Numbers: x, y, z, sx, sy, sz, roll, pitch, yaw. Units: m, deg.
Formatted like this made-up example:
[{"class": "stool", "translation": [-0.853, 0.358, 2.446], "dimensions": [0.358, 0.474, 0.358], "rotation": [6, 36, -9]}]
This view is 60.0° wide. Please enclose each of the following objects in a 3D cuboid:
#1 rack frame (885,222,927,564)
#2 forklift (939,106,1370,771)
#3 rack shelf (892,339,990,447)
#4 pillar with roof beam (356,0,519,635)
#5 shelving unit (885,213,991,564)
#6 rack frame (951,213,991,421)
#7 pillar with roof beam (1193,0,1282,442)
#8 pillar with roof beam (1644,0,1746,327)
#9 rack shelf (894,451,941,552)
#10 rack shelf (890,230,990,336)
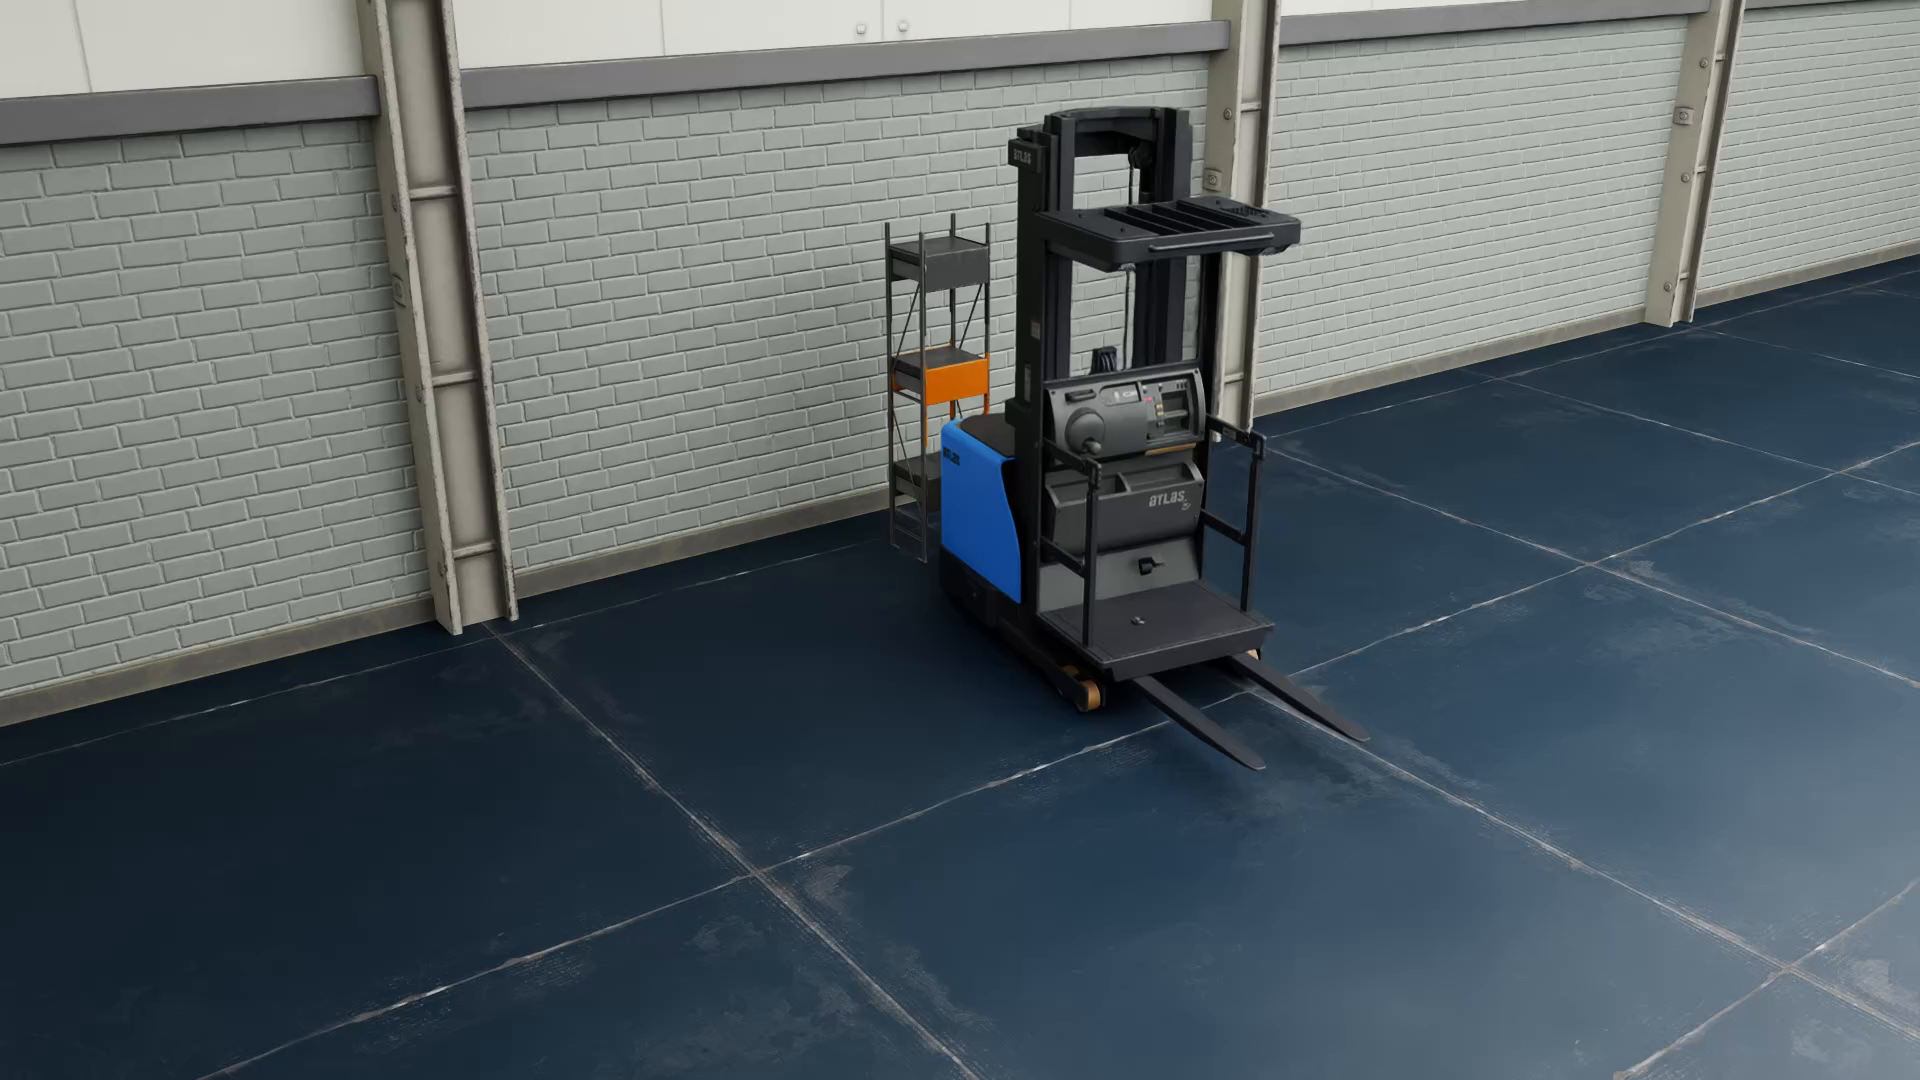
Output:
[{"class": "rack frame", "translation": [-0.332, -0.887, 10.285], "dimensions": [0.015, 2.100, 0.400], "rotation": [-15, 26, -33]}, {"class": "forklift", "translation": [0.982, -0.654, 8.580], "dimensions": [1.130, 2.935, 3.031], "rotation": [-10, 24, -25]}, {"class": "rack shelf", "translation": [-0.134, -0.927, 10.422], "dimensions": [0.480, 0.518, 0.431], "rotation": [-15, 26, -33]}, {"class": "pillar with roof beam", "translation": [-0.318, -2.426, 4.835], "dimensions": [0.400, 9.000, 9.100], "rotation": [-15, 26, -33]}, {"class": "shelving unit", "translation": [-0.134, -0.939, 10.417], "dimensions": [0.503, 2.100, 0.431], "rotation": [-15, 26, -33]}, {"class": "rack frame", "translation": [0.064, -0.992, 10.550], "dimensions": [0.015, 2.100, 0.400], "rotation": [-15, 26, -33]}, {"class": "pillar with roof beam", "translation": [4.552, -3.725, 8.090], "dimensions": [0.400, 9.000, 9.100], "rotation": [-15, 26, -33]}, {"class": "pillar with roof beam", "translation": [9.423, -5.024, 11.345], "dimensions": [0.400, 9.000, 9.100], "rotation": [-15, 26, -33]}, {"class": "rack shelf", "translation": [-0.134, -0.277, 10.682], "dimensions": [0.480, 0.518, 0.431], "rotation": [-15, 26, -33]}, {"class": "rack shelf", "translation": [-0.134, -1.577, 10.163], "dimensions": [0.480, 0.518, 0.431], "rotation": [-15, 26, -33]}]
